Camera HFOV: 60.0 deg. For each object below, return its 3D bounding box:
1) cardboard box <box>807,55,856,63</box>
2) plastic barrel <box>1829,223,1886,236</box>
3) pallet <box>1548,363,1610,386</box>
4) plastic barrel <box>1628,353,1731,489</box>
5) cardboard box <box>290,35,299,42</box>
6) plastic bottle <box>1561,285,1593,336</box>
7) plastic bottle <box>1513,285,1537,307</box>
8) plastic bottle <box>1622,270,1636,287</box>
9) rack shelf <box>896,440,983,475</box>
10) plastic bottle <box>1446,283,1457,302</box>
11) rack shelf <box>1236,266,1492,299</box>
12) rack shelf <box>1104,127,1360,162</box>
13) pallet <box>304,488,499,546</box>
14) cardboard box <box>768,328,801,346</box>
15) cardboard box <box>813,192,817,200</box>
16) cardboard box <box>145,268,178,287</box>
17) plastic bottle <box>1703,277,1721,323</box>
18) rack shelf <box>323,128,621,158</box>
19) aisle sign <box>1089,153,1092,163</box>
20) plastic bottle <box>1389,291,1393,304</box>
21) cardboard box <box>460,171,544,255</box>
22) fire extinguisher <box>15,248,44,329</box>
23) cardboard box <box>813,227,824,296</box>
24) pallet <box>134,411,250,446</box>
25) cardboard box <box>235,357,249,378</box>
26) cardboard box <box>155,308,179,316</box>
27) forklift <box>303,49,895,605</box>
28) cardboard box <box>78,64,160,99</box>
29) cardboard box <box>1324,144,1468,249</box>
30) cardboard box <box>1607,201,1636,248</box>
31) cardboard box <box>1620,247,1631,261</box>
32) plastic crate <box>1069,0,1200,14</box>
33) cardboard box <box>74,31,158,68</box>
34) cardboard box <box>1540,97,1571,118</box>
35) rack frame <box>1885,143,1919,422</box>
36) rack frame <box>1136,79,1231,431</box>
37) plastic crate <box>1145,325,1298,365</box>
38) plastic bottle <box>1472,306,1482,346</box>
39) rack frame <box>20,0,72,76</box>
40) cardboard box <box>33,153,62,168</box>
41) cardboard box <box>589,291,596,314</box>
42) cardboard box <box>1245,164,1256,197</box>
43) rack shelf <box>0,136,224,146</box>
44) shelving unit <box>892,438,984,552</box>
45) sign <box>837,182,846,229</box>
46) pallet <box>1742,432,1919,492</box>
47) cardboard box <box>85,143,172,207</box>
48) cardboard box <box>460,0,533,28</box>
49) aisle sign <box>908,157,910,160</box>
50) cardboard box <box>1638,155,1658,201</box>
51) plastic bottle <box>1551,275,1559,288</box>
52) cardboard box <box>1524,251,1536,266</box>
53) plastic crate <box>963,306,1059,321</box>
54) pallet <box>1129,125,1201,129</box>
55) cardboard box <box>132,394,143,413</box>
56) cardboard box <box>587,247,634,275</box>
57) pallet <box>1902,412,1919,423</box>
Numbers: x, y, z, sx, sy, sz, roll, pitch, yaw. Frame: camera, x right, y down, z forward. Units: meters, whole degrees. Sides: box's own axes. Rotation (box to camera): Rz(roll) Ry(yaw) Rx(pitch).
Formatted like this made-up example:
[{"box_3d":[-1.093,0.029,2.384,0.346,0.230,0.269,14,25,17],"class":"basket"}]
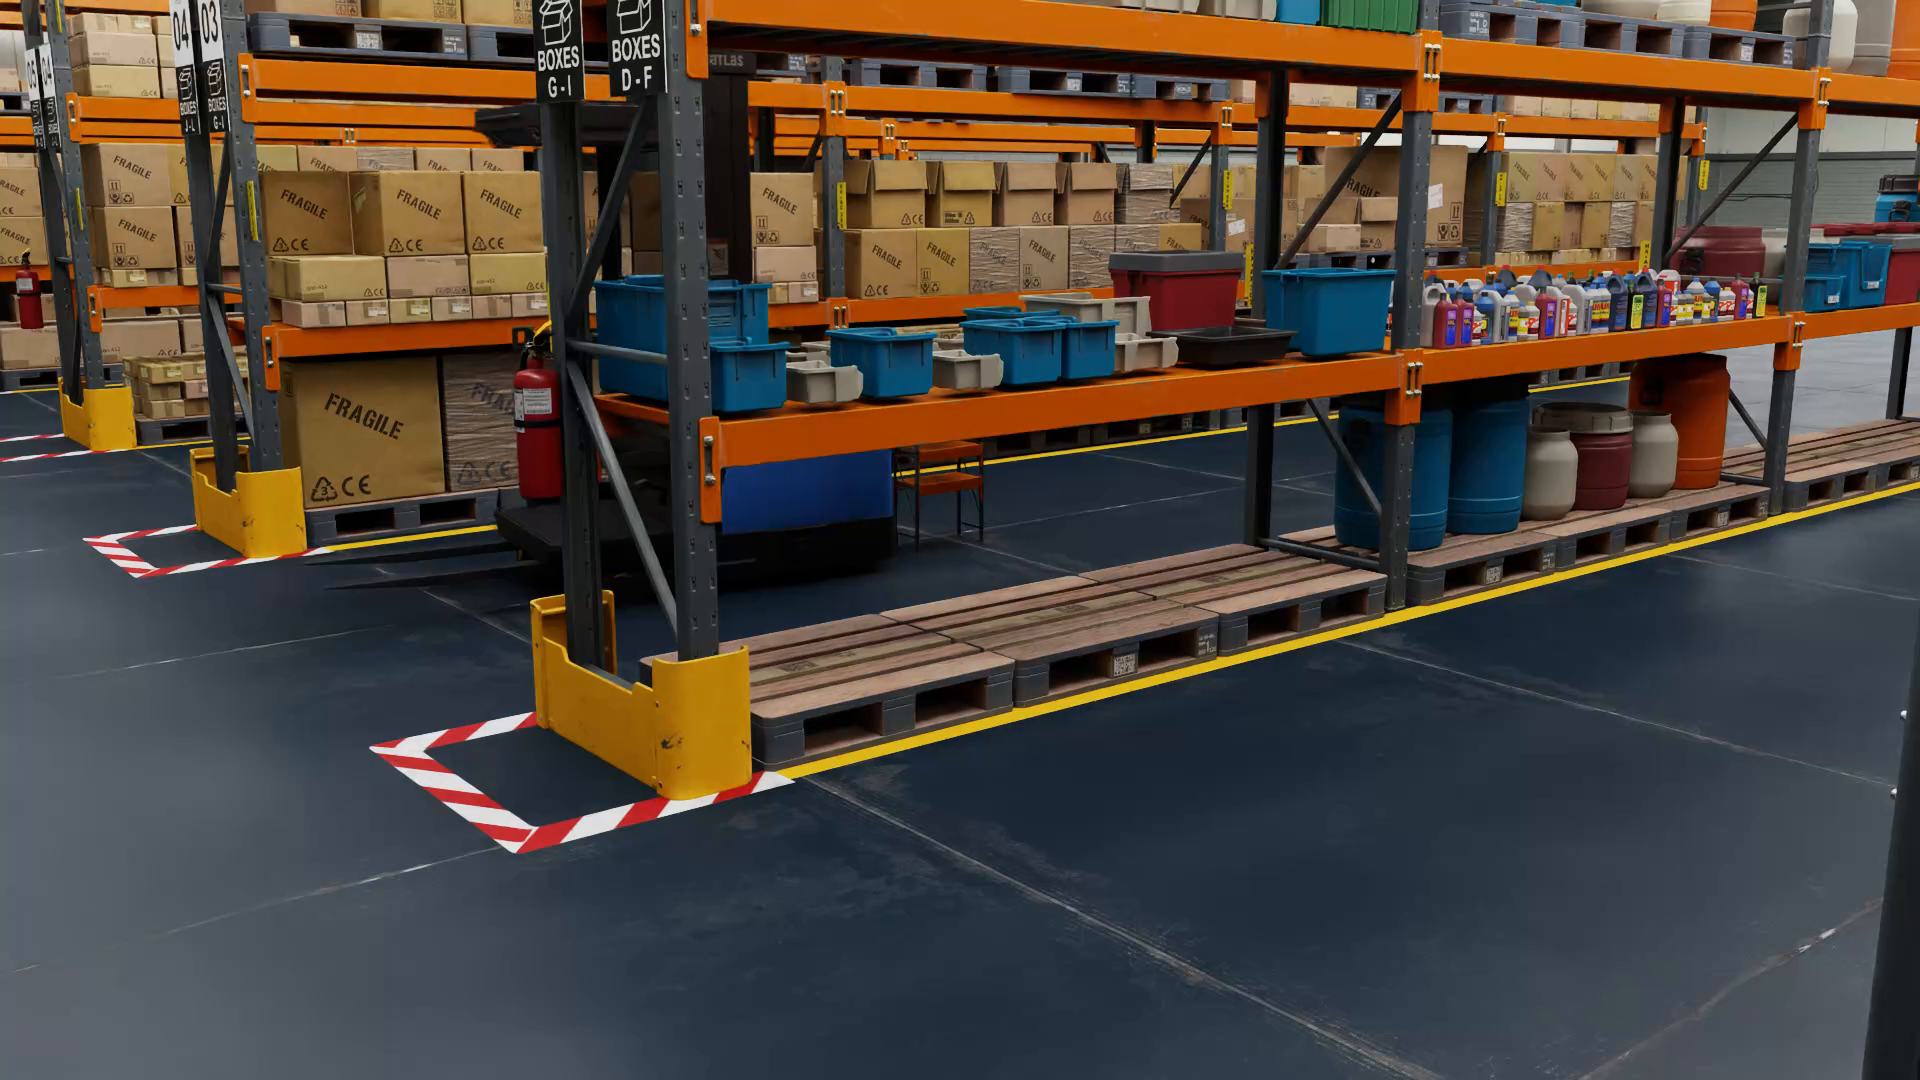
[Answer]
[{"box_3d":[-0.739,-3.791,12.287,0.500,0.500,0.700,-9,15,-36],"class":"cardboard box"},{"box_3d":[6.698,-2.110,12.516,0.433,0.535,0.433,0,12,0],"class":"plastic barrel"},{"box_3d":[6.517,-1.919,18.656,1.213,0.211,1.003,-9,15,-38],"class":"pallet"},{"box_3d":[4.661,-0.786,10.821,0.708,0.830,0.600,-9,15,-38],"class":"plastic barrel"},{"box_3d":[-5.702,-4.326,14.258,0.250,0.149,0.380,-9,15,-36],"class":"cardboard box"},{"box_3d":[3.412,-1.277,9.220,0.135,0.276,0.152,-9,15,-38],"class":"plastic bottle"},{"box_3d":[3.136,-1.272,9.194,0.135,0.276,0.152,-9,15,-38],"class":"plastic bottle"},{"box_3d":[4.385,-1.631,10.898,0.097,0.271,0.097,0,12,0],"class":"plastic bottle"},{"box_3d":[-0.129,-0.500,9.917,0.480,0.148,0.258,-9,15,-38],"class":"rack shelf"},{"box_3d":[2.786,-1.325,9.456,0.097,0.271,0.097,0,12,0],"class":"plastic bottle"},{"box_3d":[3.500,-2.419,16.032,4.000,0.370,1.077,-9,15,-38],"class":"rack shelf"},{"box_3d":[3.603,-5.223,22.015,4.000,0.370,1.077,-9,15,-38],"class":"rack shelf"},{"box_3d":[-3.734,-0.226,10.684,1.213,0.211,1.003,-9,15,-38],"class":"pallet"},{"box_3d":[-1.751,-1.086,12.125,0.875,0.875,0.875,-9,15,-38],"class":"cardboard box"},{"box_3d":[-2.140,-4.810,23.592,0.500,0.500,0.500,-9,15,-36],"class":"cardboard box"},{"box_3d":[-6.698,-2.197,13.857,0.250,0.149,0.380,-9,15,-36],"class":"cardboard box"},{"box_3d":[4.549,-1.456,10.075,0.097,0.271,0.097,0,12,0],"class":"plastic bottle"},{"box_3d":[-5.815,-4.975,20.845,4.000,0.370,1.077,-9,15,-38],"class":"rack shelf"},{"box_3d":[2.223,-6.390,26.739,0.004,0.787,0.394,-9,15,-38],"class":"aisle sign"},{"box_3d":[2.300,-1.279,9.231,0.135,0.276,0.152,-9,15,-38],"class":"plastic bottle"},{"box_3d":[-2.974,-2.064,10.467,0.500,0.500,0.500,-10,16,-39],"class":"cardboard box"},{"box_3d":[-7.814,-2.113,13.942,0.183,0.674,0.296,-9,15,-38],"class":"fire extinguisher"},{"box_3d":[-0.991,-2.146,12.775,0.500,0.500,0.500,-9,15,-37],"class":"cardboard box"},{"box_3d":[-6.613,-1.037,14.502,1.213,0.211,1.003,-9,15,-38],"class":"pallet"},{"box_3d":[-6.290,-1.473,14.264,0.250,0.149,0.380,-9,15,-38],"class":"cardboard box"},{"box_3d":[-11.011,-3.106,23.107,0.258,0.266,0.396,-9,15,-36],"class":"cardboard box"},{"box_3d":[-1.898,-1.203,8.739,3.031,2.935,1.130,-7,14,-30],"class":"forklift"},{"box_3d":[-6.818,-3.702,13.480,0.500,0.250,0.500,-9,15,-36],"class":"cardboard box"},{"box_3d":[4.353,-3.449,16.695,1.000,1.000,1.000,-9,15,-37],"class":"cardboard box"},{"box_3d":[7.005,-3.535,18.597,0.500,0.500,0.875,-9,15,-38],"class":"cardboard box"},{"box_3d":[7.307,-3.227,18.711,0.250,0.149,0.380,-9,15,-38],"class":"cardboard box"},{"box_3d":[0.709,-2.317,6.882,0.530,0.282,0.437,-9,15,-38],"class":"plastic crate"},{"box_3d":[-6.816,-3.946,13.424,0.500,0.250,0.500,-9,15,-37],"class":"cardboard box"},{"box_3d":[5.983,-4.511,17.290,0.500,0.250,0.500,-10,15,-38],"class":"cardboard box"},{"box_3d":[8.155,-2.227,13.396,0.127,3.000,1.000,-9,15,-38],"class":"rack frame"},{"box_3d":[1.938,-2.512,14.735,0.127,3.000,1.000,-9,15,-38],"class":"rack frame"},{"box_3d":[1.202,-0.895,7.640,0.590,0.125,0.437,-9,15,-38],"class":"plastic crate"},{"box_3d":[2.644,-1.106,8.592,0.097,0.201,0.097,0,12,0],"class":"plastic bottle"},{"box_3d":[-7.329,-5.226,13.073,0.127,3.000,1.000,-9,15,-38],"class":"rack frame"},{"box_3d":[-9.615,-3.998,17.525,0.250,0.149,0.380,-9,15,-36],"class":"cardboard box"},{"box_3d":[-2.422,-1.577,10.940,0.250,0.149,0.380,-9,15,-37],"class":"cardboard box"},{"box_3d":[3.625,-4.700,22.081,0.500,0.550,0.875,-9,15,-38],"class":"cardboard box"},{"box_3d":[-12.042,-5.260,22.190,4.000,0.370,1.077,-9,15,-38],"class":"rack shelf"},{"box_3d":[-0.129,-0.565,9.903,0.503,1.200,0.258,-9,15,-38],"class":"shelving unit"},{"box_3d":[-0.838,-2.365,11.769,0.005,0.325,0.100,-9,15,-38],"class":"sign"},{"box_3d":[6.613,-0.596,12.427,1.213,0.211,1.003,-9,15,-38],"class":"pallet"},{"box_3d":[-6.812,-2.990,13.623,0.500,0.500,0.500,-10,15,-38],"class":"cardboard box"},{"box_3d":[-3.048,-3.449,10.434,0.500,0.500,0.700,-11,16,-41],"class":"cardboard box"},{"box_3d":[-0.875,-7.194,30.528,0.004,0.787,0.394,-9,15,-38],"class":"aisle sign"},{"box_3d":[7.523,-4.056,18.644,0.500,0.500,0.500,-9,15,-38],"class":"cardboard box"},{"box_3d":[3.663,-1.511,10.333,0.097,0.271,0.097,0,12,0],"class":"plastic bottle"},{"box_3d":[5.798,-2.954,17.424,0.250,0.149,0.380,-9,15,-38],"class":"cardboard box"},{"box_3d":[0.229,-0.926,7.525,0.300,0.233,0.416,-9,15,-38],"class":"plastic crate"},{"box_3d":[2.687,-5.376,21.219,1.213,0.211,1.003,-9,15,-38],"class":"pallet"},{"box_3d":[-7.048,-1.204,14.430,0.250,0.149,0.380,-9,15,-37],"class":"cardboard box"},{"box_3d":[-2.167,-1.831,11.175,0.500,0.250,0.500,-9,15,-37],"class":"cardboard box"},{"box_3d":[8.706,-0.944,14.064,1.213,0.211,1.003,-9,15,-38],"class":"pallet"}]
